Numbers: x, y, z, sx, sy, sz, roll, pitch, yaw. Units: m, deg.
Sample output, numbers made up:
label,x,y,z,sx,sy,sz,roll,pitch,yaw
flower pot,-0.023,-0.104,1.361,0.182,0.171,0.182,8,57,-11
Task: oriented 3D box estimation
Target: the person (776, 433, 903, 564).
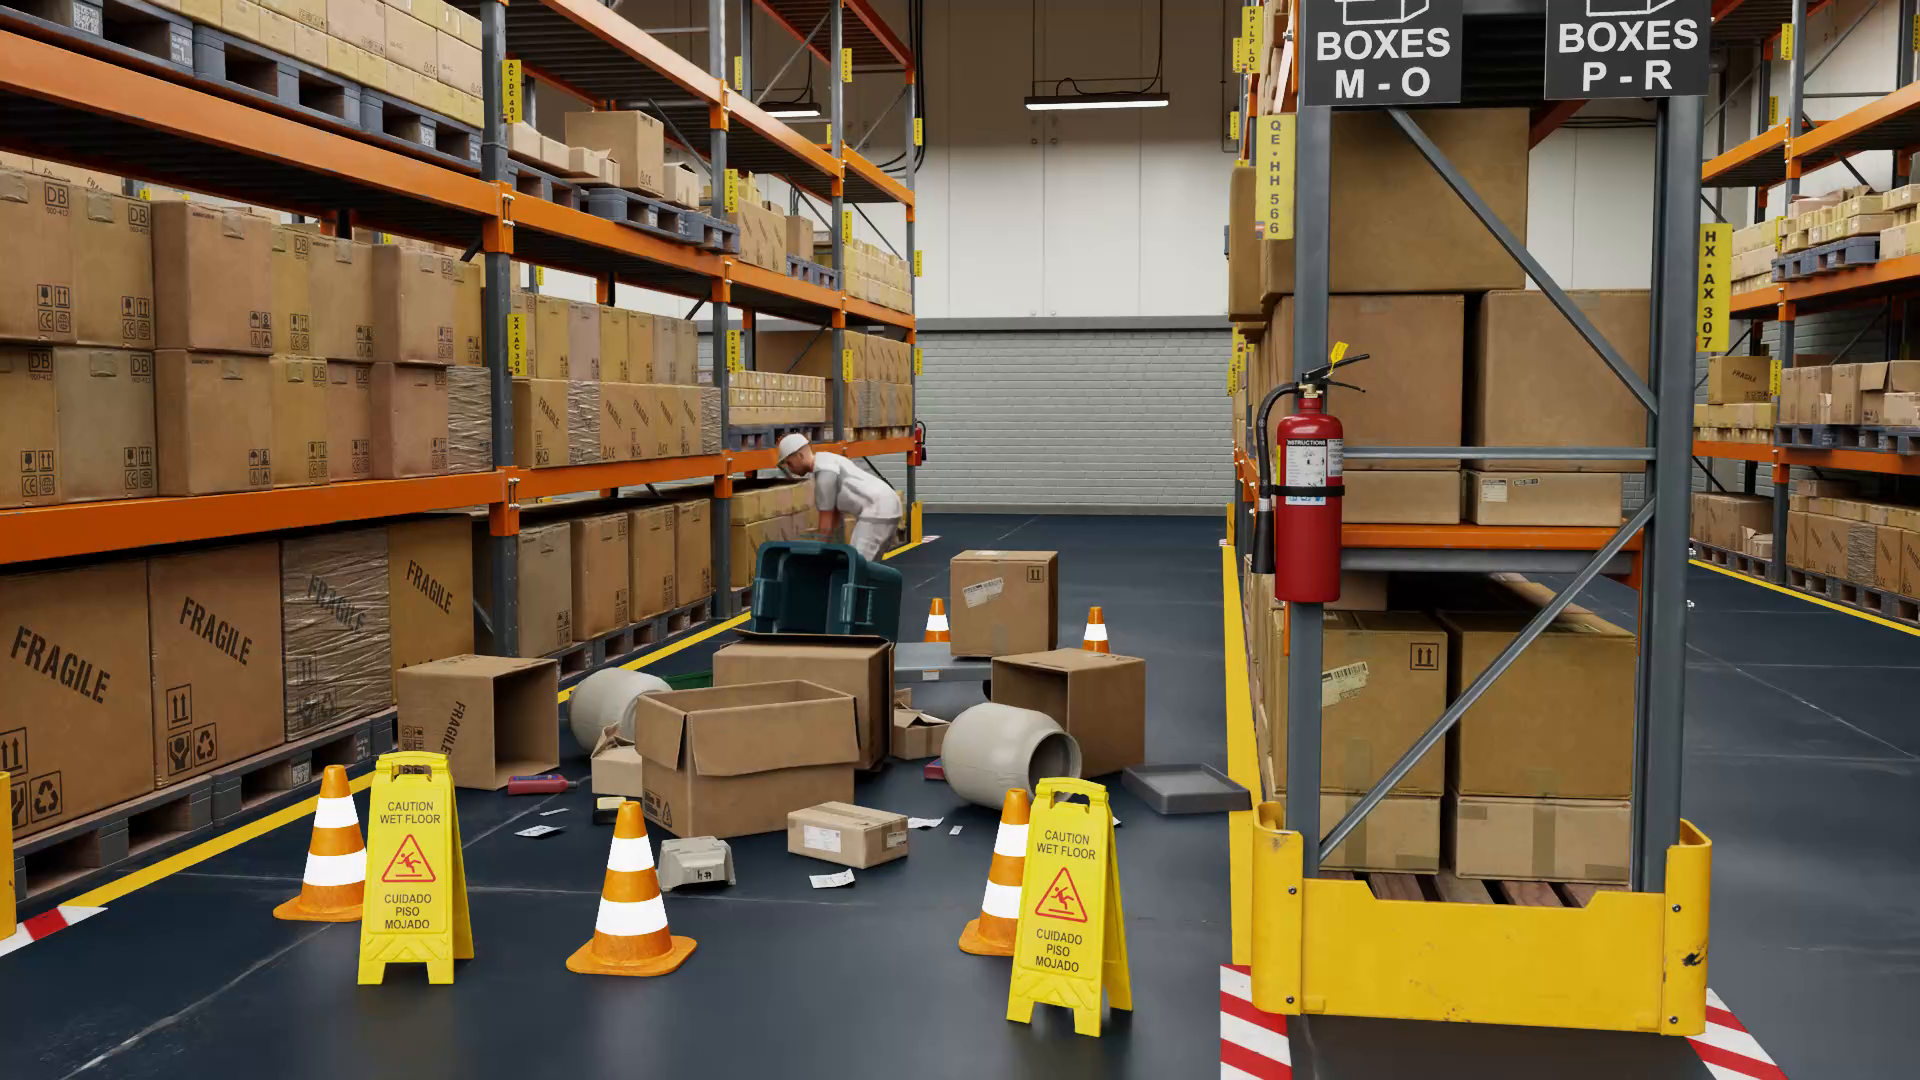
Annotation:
label,x,y,z,sx,sy,sz,roll,pitch,yaw
person,-0.818,0.012,11.306,0.858,1.472,0.484,1,4,7
